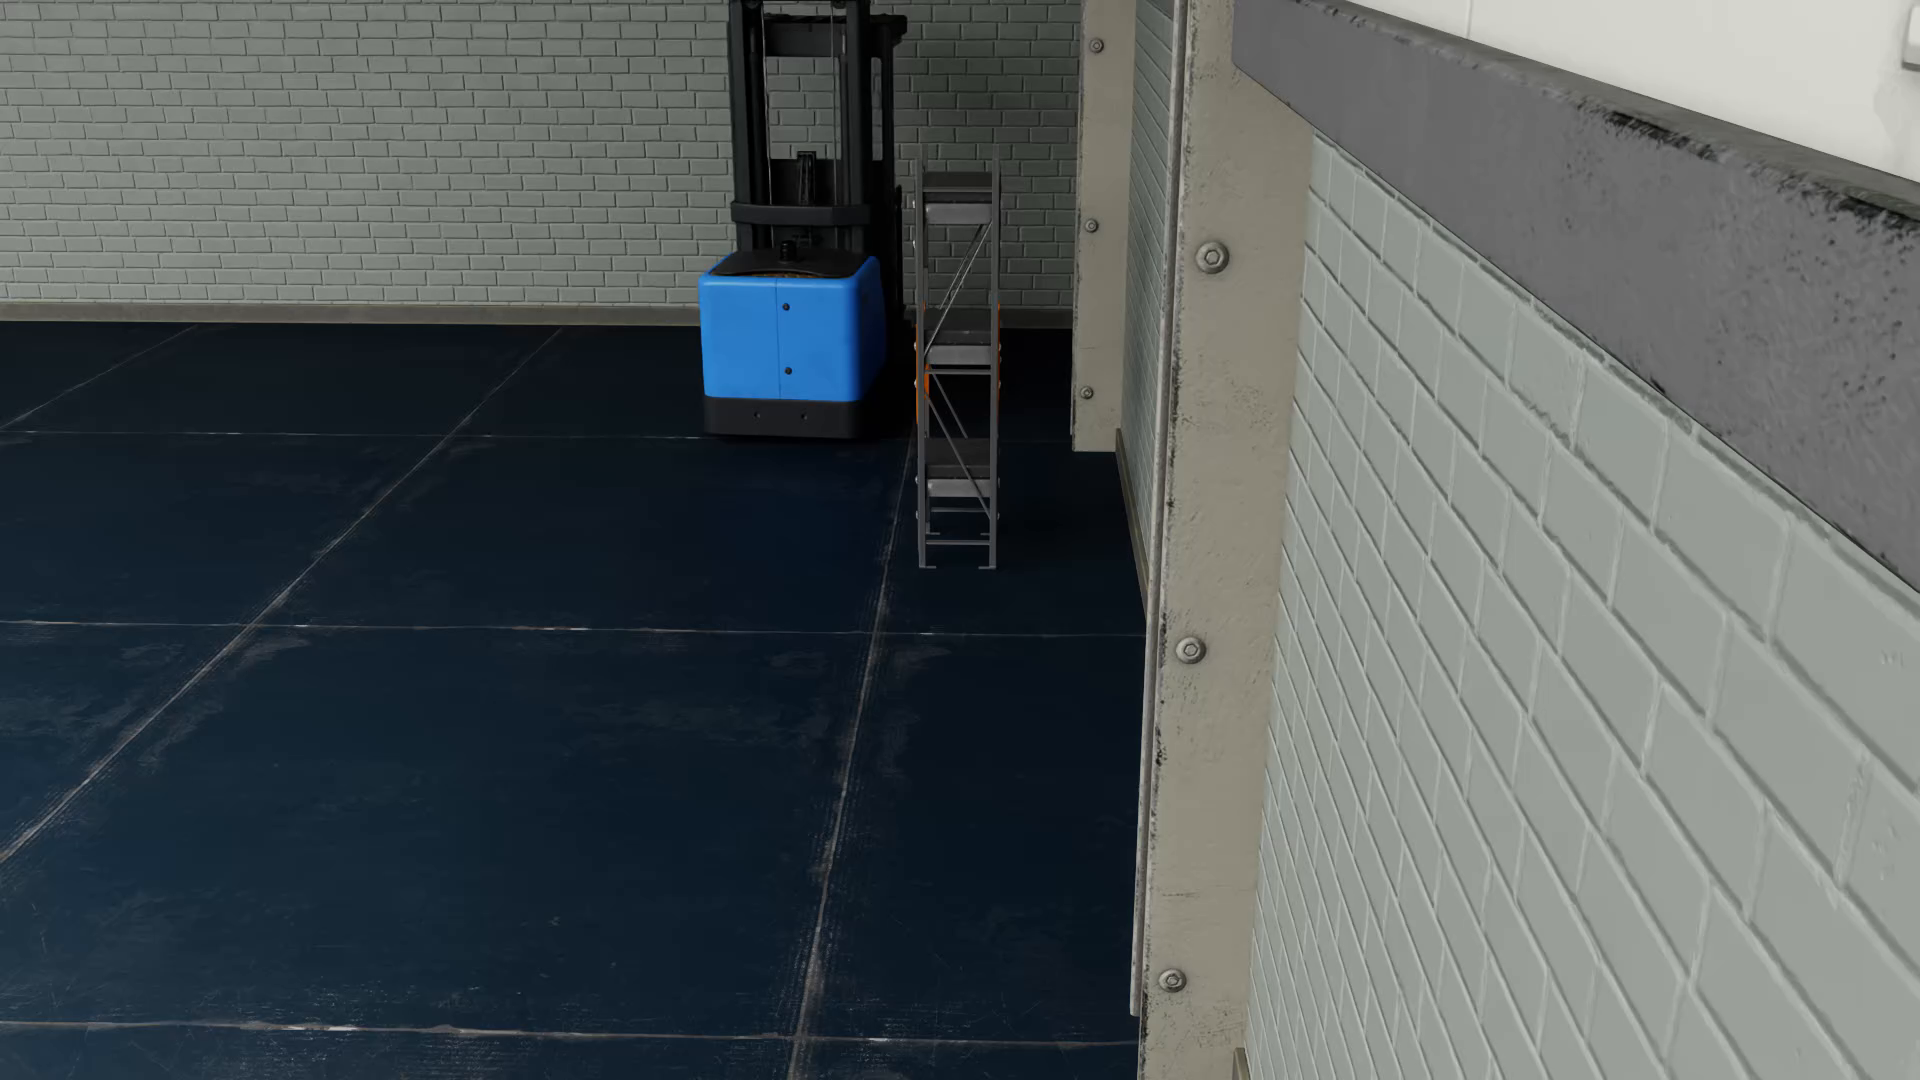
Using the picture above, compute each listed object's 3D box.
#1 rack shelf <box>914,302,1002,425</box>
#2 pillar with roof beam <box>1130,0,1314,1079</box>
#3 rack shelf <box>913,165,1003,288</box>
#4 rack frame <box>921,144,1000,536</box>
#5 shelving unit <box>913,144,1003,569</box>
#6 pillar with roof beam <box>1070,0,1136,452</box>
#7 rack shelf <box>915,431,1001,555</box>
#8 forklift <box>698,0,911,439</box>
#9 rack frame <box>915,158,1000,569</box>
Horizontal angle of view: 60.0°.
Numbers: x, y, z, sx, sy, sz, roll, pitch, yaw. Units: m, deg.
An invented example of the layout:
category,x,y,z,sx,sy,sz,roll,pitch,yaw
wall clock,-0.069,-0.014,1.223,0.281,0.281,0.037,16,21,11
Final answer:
category,x,y,z,sx,sy,sz,roll,pitch,yaw
rack shelf,-0.005,-0.906,8.500,0.431,0.518,0.480,1,21,2
pillar with roof beam,-3.619,-2.703,3.556,9.100,9.000,0.400,1,21,2
rack shelf,-0.005,-1.559,8.247,0.431,0.518,0.480,1,21,2
rack frame,0.002,-1.007,8.722,0.400,2.100,0.015,1,21,2
shelving unit,-0.005,-0.919,8.495,0.431,2.100,0.503,1,21,2
pillar with roof beam,-3.436,-4.873,9.147,9.100,9.000,0.400,1,21,2
rack shelf,-0.005,-0.254,8.753,0.431,0.518,0.480,1,21,2
forklift,-0.950,-2.498,11.416,1.130,2.935,3.031,2,21,6
rack frame,-0.012,-0.831,8.267,0.400,2.100,0.015,1,21,2
